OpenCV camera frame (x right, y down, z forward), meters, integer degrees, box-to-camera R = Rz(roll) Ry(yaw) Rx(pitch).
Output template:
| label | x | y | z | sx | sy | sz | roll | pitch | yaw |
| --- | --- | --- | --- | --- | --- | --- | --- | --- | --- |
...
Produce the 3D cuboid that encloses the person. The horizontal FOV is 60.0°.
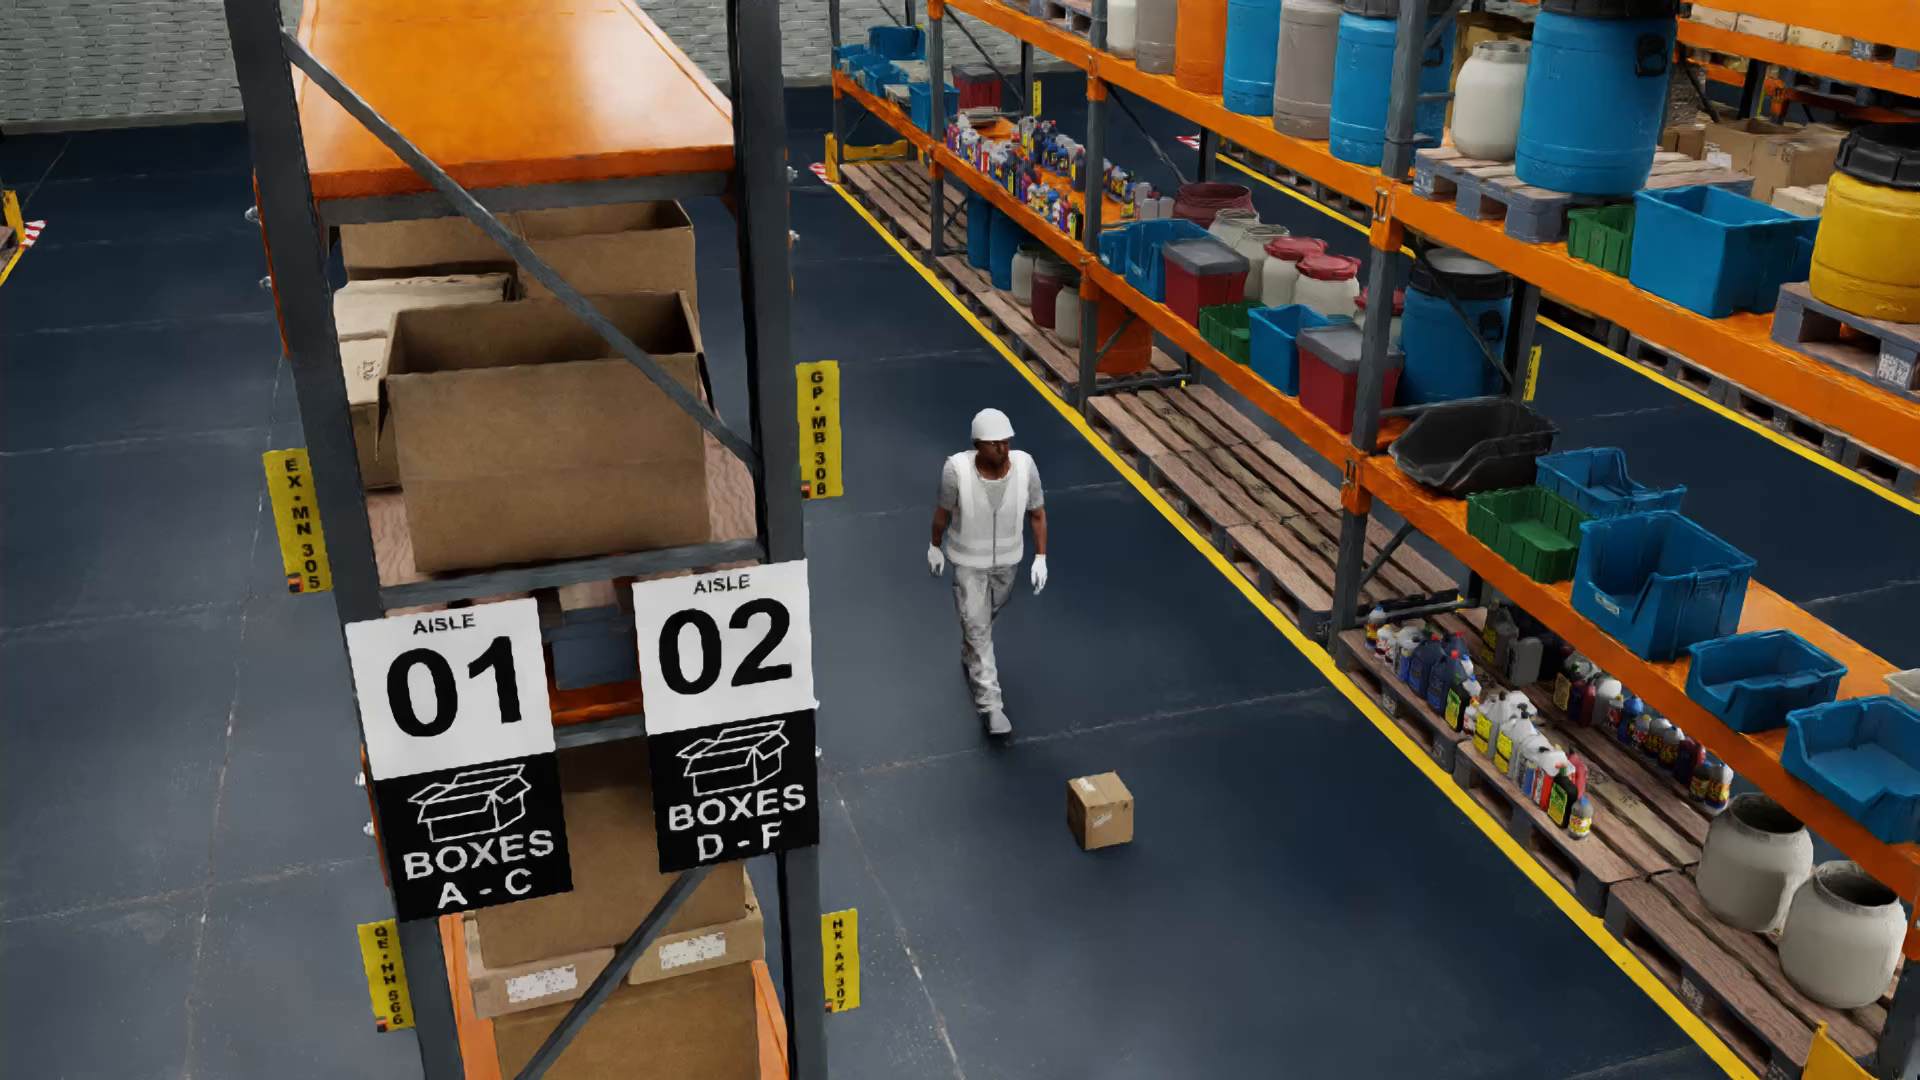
| label | x | y | z | sx | sy | sz | roll | pitch | yaw |
| --- | --- | --- | --- | --- | --- | --- | --- | --- | --- |
| person | 0.183 | 0.110 | 8.865 | 0.584 | 1.727 | 0.992 | -9 | 27 | -17 |
